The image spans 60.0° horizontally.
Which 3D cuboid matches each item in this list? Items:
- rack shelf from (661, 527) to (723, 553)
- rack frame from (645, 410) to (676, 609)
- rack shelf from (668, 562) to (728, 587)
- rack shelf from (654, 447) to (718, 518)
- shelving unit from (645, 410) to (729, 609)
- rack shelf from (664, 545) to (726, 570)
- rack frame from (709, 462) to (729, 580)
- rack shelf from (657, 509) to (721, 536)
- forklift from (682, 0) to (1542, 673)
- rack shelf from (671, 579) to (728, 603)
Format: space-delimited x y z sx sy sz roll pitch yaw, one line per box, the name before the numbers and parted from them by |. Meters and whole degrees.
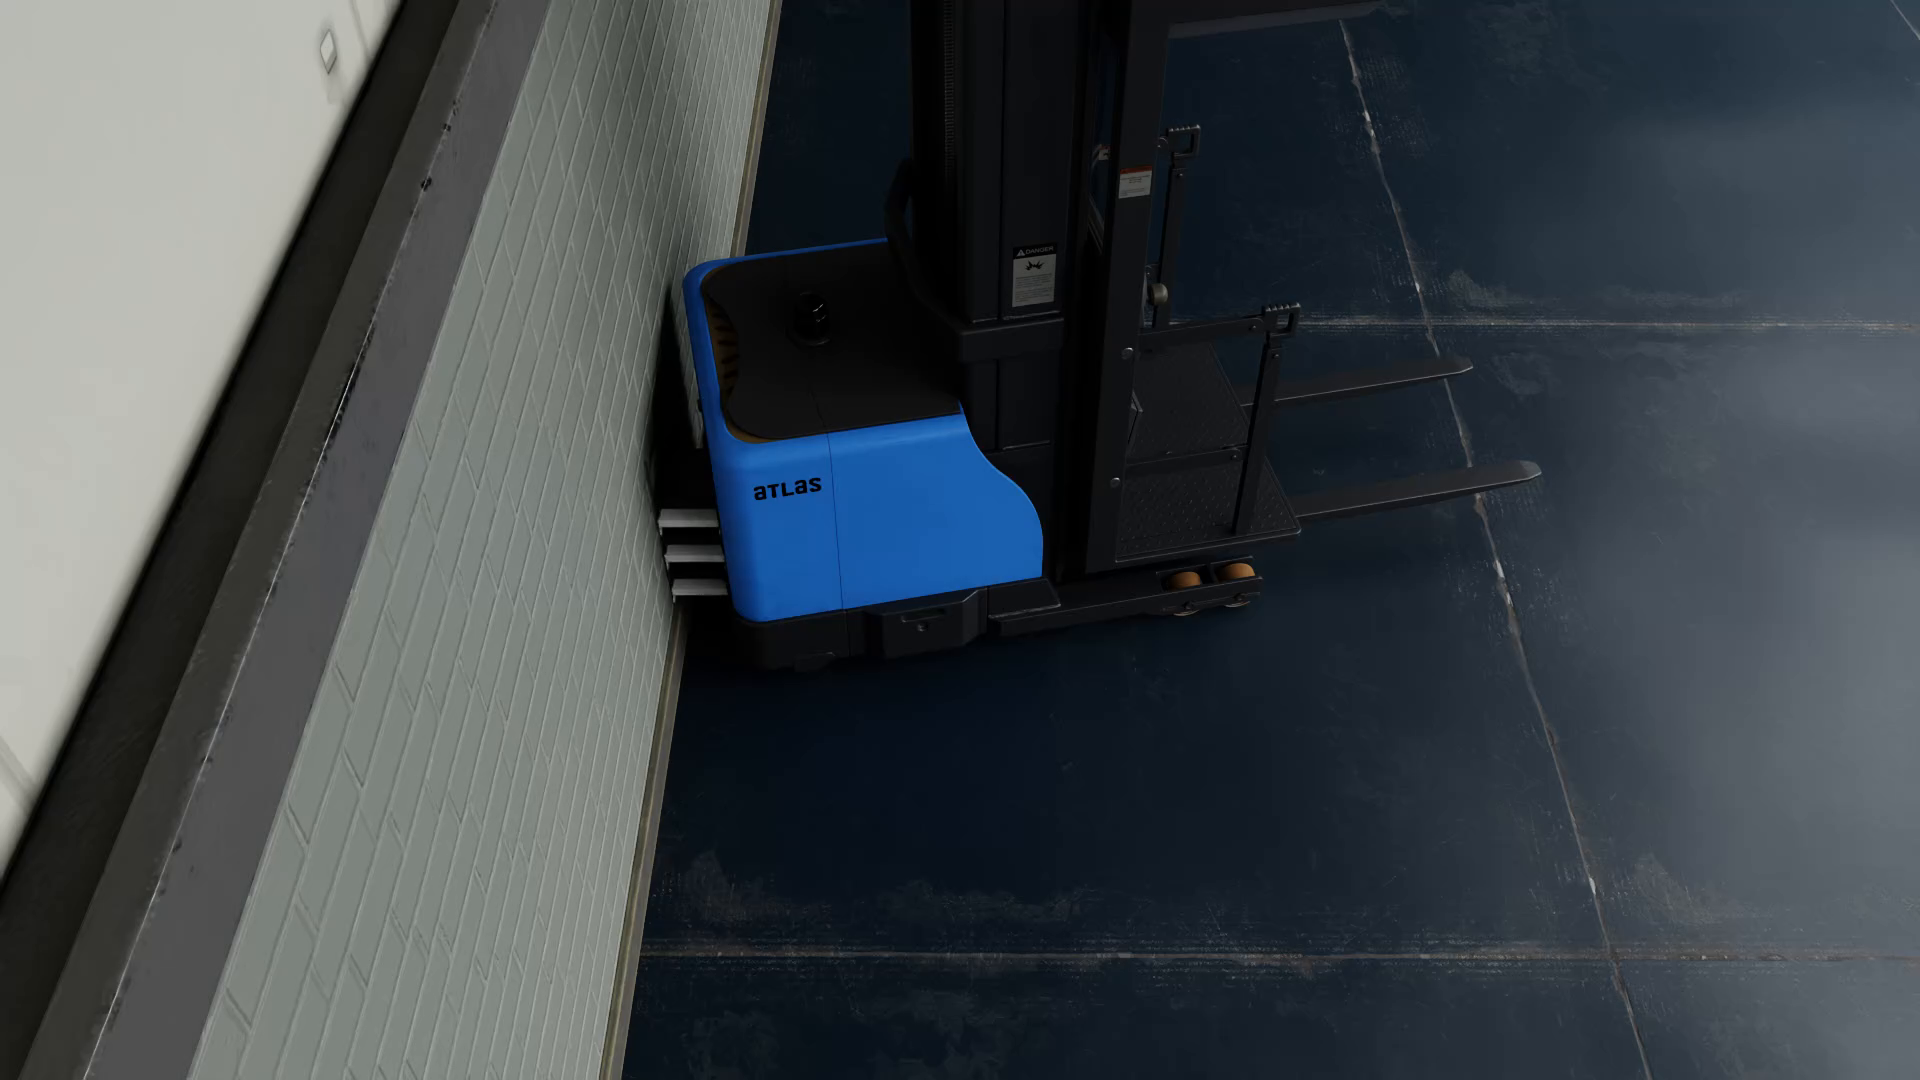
rack shelf | -0.894 -0.075 5.627 0.200 0.077 0.258 0 50 -1
rack frame | -0.996 -0.038 5.669 0.006 0.900 0.240 0 50 -1
rack shelf | -0.895 0.042 5.764 0.200 0.077 0.258 0 50 -1
rack shelf | -0.893 -0.192 5.490 0.200 0.077 0.258 0 50 -1
shelving unit | -0.894 -0.038 5.670 0.210 0.900 0.258 0 50 -1
rack shelf | -0.895 -0.017 5.696 0.200 0.077 0.258 0 50 -1
rack frame | -0.793 -0.039 5.671 0.006 0.900 0.240 0 50 -1
rack shelf | -0.893 -0.134 5.559 0.200 0.077 0.258 0 50 -1
forklift | 0.614 -1.097 5.268 3.031 2.935 1.130 -9 48 -8
rack shelf | -0.896 0.100 5.833 0.200 0.077 0.258 0 50 -1
